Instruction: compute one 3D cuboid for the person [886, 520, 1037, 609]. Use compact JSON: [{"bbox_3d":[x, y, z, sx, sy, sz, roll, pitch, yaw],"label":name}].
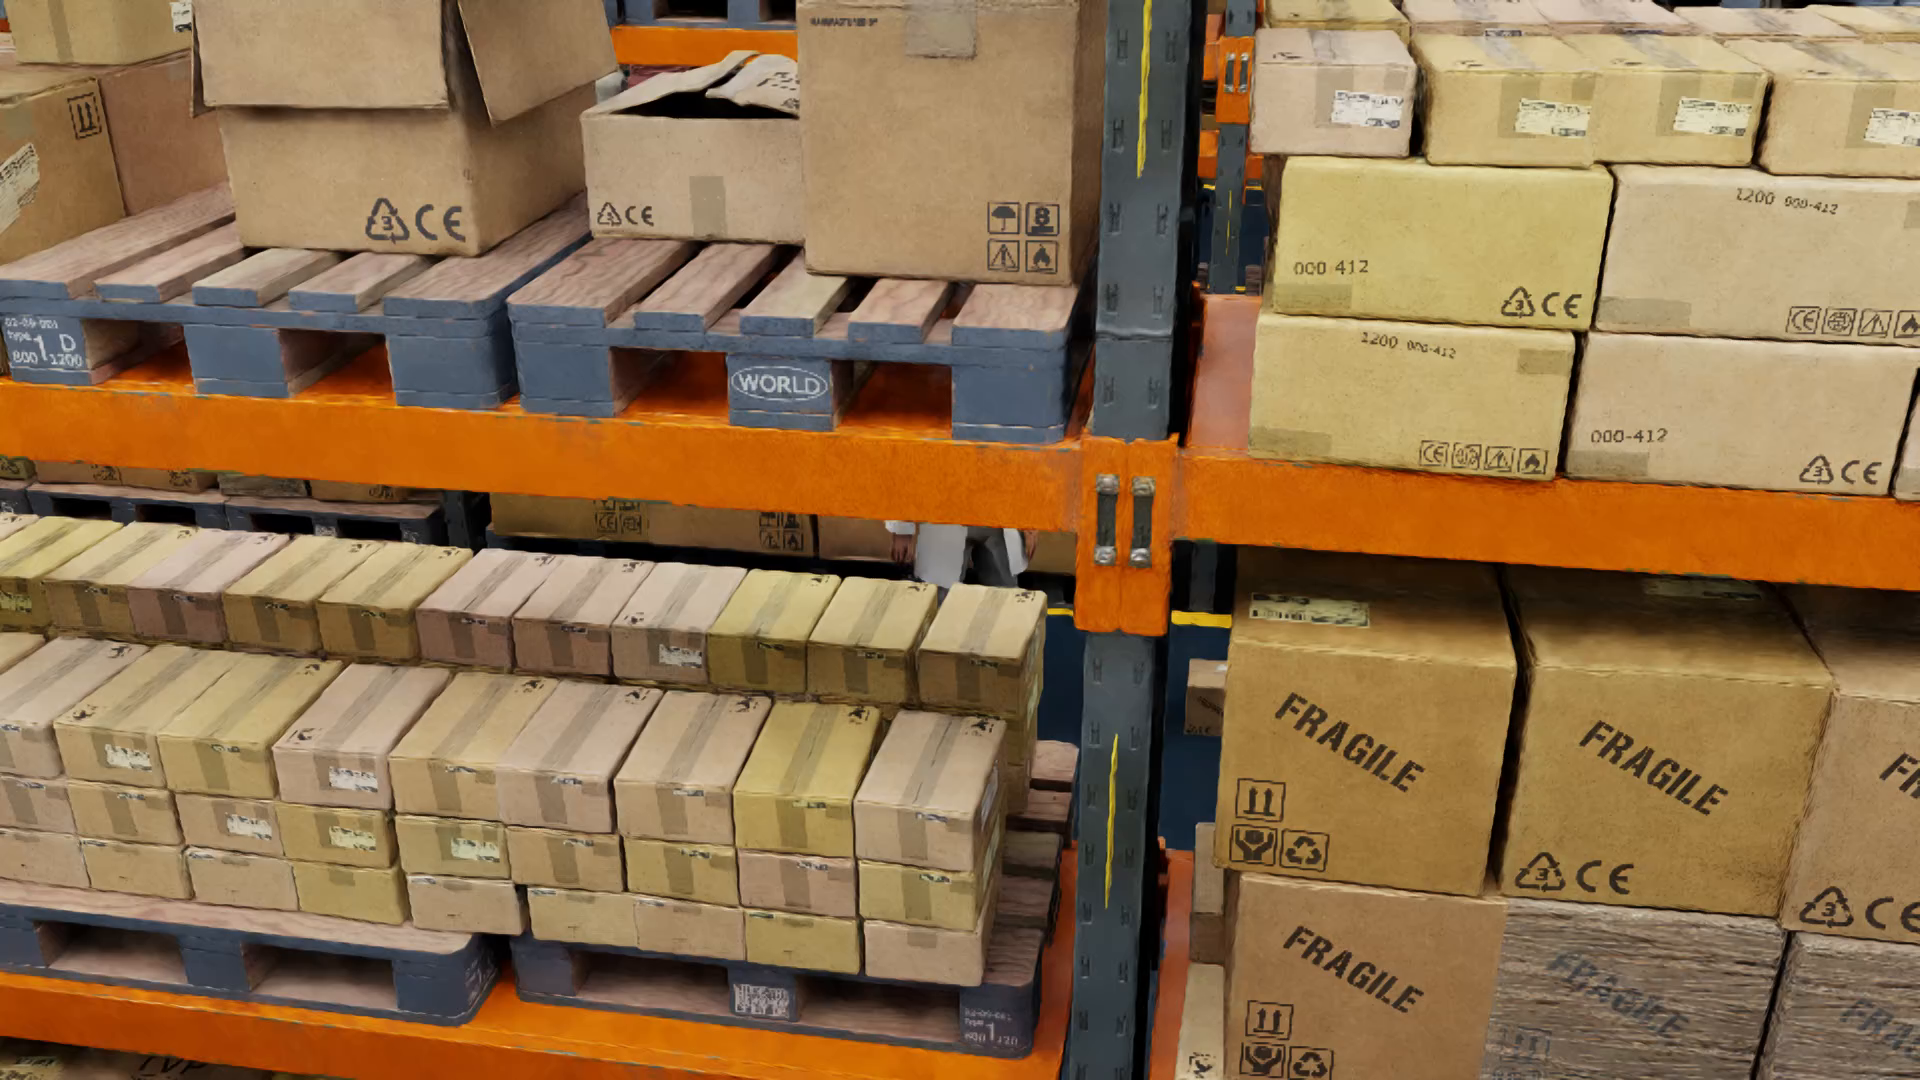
[{"bbox_3d":[0.040,-0.020,7.111,0.662,1.786,0.555,-8,26,-17],"label":"person"}]
